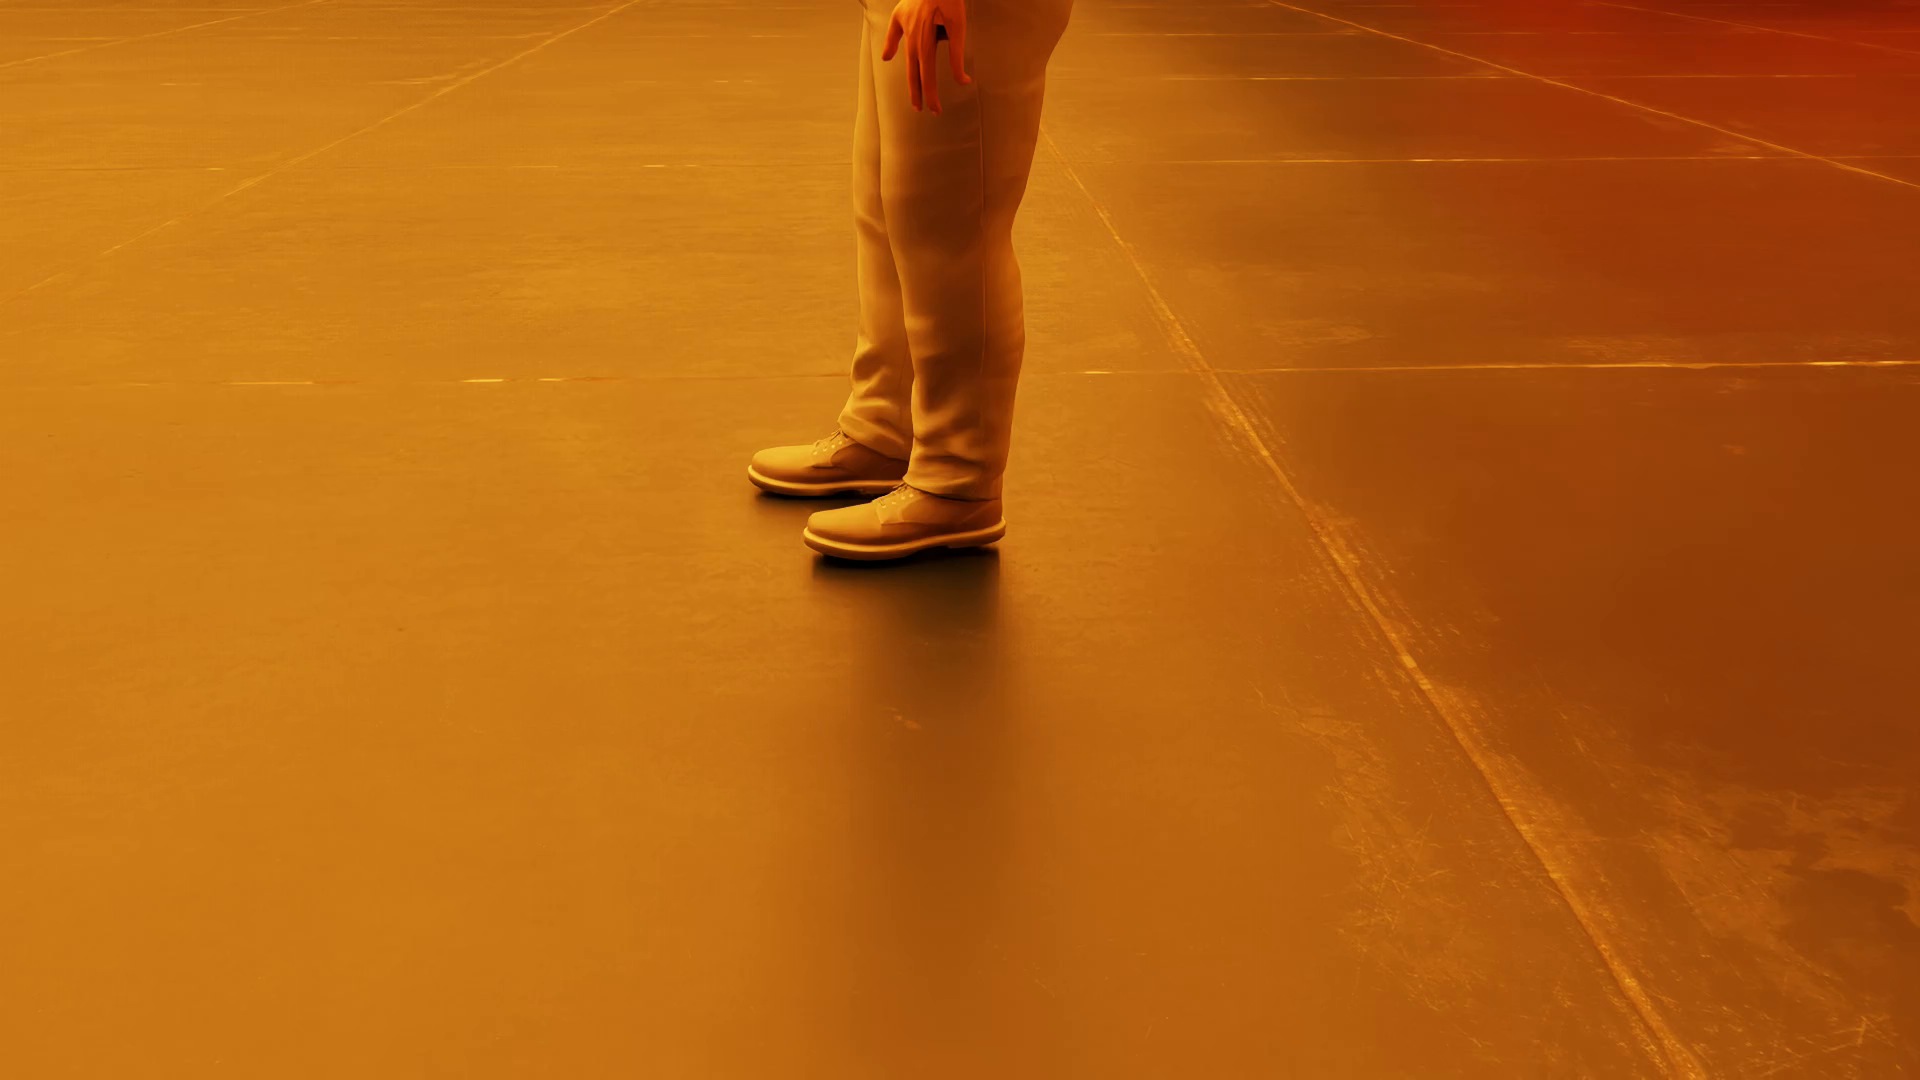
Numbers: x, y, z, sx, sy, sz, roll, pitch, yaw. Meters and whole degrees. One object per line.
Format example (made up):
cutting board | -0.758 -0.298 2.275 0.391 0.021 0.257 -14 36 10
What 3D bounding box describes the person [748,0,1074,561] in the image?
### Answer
person | -0.078 -0.839 2.417 0.575 1.781 0.640 -1 21 -3
